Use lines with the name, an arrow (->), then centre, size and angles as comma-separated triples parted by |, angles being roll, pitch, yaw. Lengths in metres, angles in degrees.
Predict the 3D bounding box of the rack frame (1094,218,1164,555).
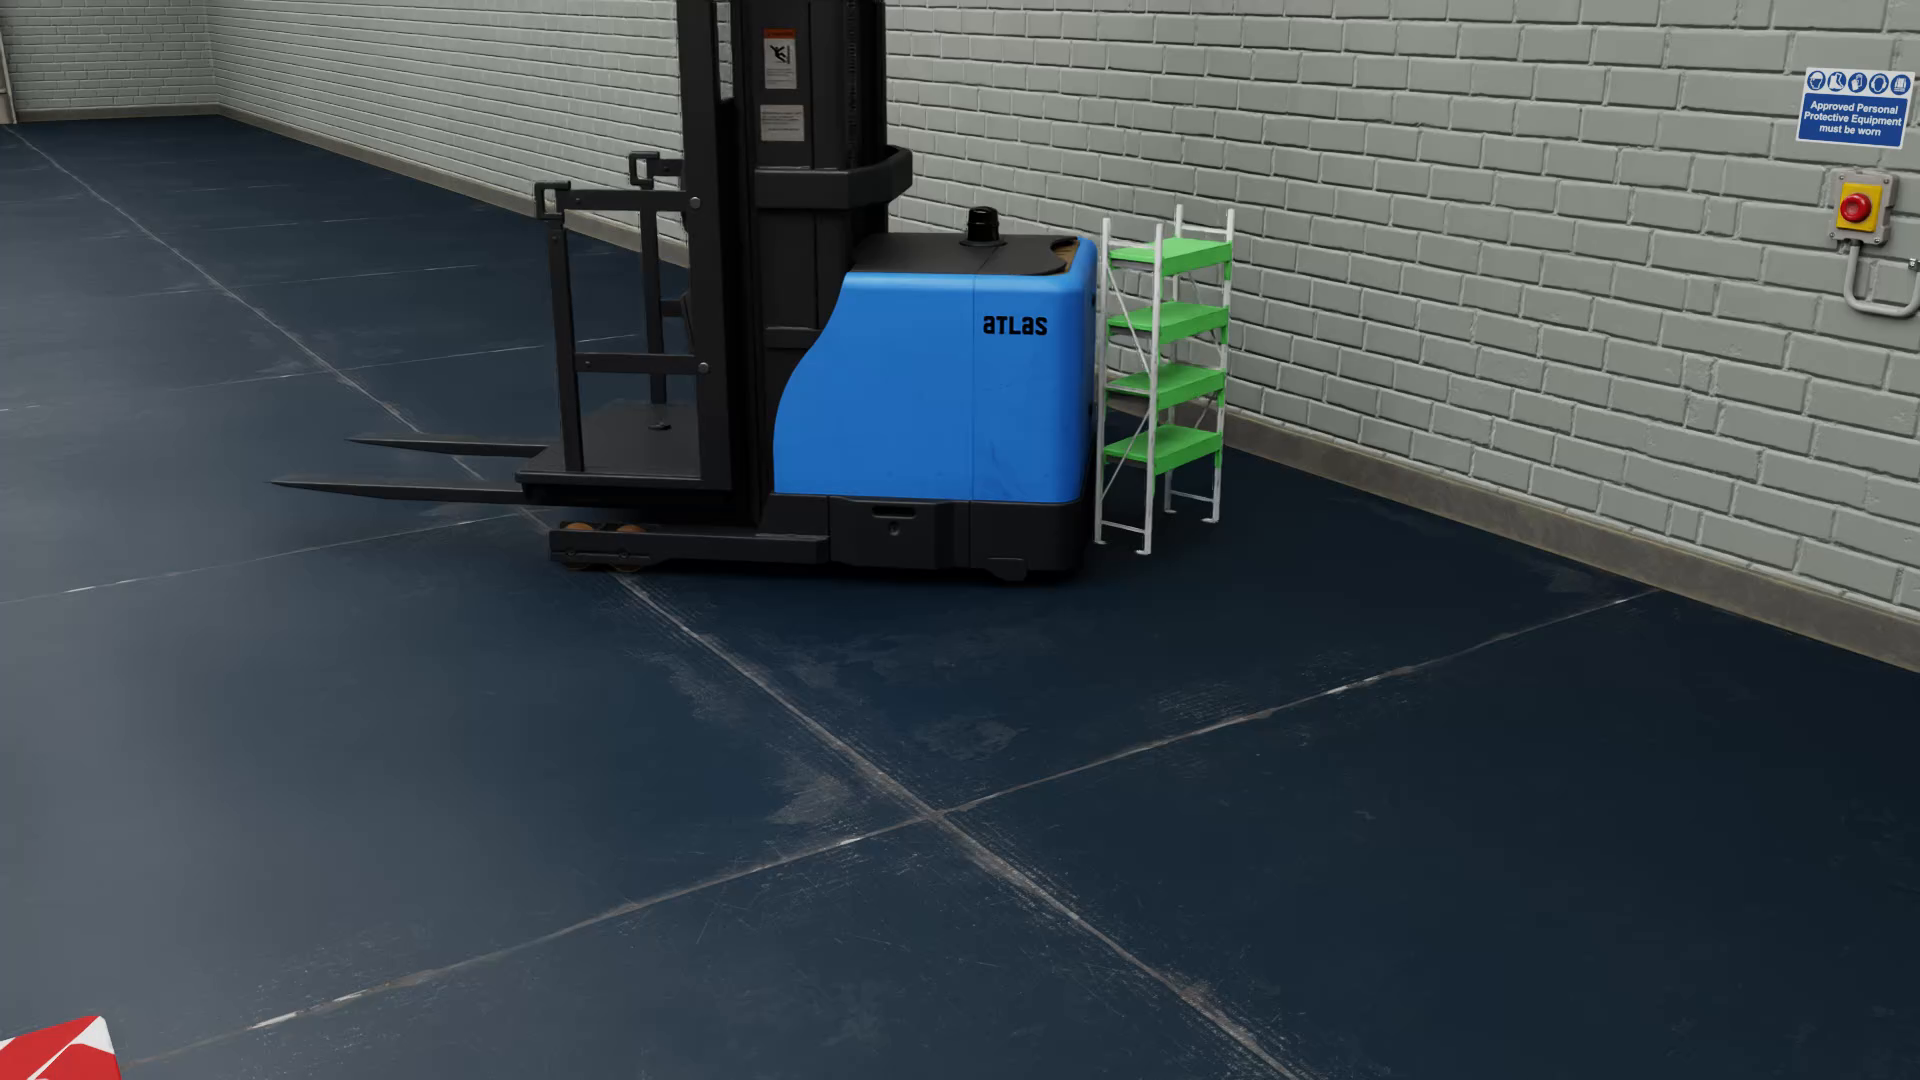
rack frame -> 0.601, -0.538, 5.963 | 0.240, 1.200, 0.015 | 14, 23, 36

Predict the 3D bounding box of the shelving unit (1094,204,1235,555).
shelving unit -> 0.753, -0.599, 6.143 | 0.258, 1.200, 0.503 | 14, 23, 36

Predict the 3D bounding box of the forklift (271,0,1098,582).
forklift -> -1.025, -1.437, 5.918 | 3.031, 2.935, 1.130 | 2, 19, 7

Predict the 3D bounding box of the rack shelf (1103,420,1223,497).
rack shelf -> 0.753, -0.311, 6.241 | 0.258, 0.148, 0.480 | 14, 23, 36

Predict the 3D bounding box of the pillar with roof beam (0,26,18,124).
pillar with roof beam -> -11.544, -9.156, 19.277 | 0.400, 9.000, 9.100 | -12, 22, -31

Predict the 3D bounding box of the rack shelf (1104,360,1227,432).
rack shelf -> 0.753, -0.539, 6.164 | 0.258, 0.148, 0.480 | 14, 23, 36

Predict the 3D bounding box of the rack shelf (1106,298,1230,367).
rack shelf -> 0.753, -0.766, 6.087 | 0.258, 0.148, 0.480 | 14, 23, 36

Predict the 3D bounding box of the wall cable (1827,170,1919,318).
wall cable -> 2.629, -1.629, 4.743 | 0.123, 1.953, 0.585 | -12, 22, -31

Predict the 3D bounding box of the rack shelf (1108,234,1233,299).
rack shelf -> 0.753, -0.993, 6.010 | 0.258, 0.148, 0.480 | 14, 23, 36

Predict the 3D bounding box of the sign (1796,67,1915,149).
sign -> 2.653, -1.284, 4.938 | 0.001, 0.218, 0.327 | -12, 22, -31

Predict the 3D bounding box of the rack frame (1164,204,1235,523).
rack frame -> 0.905, -0.660, 6.324 | 0.240, 1.200, 0.015 | 14, 23, 36
